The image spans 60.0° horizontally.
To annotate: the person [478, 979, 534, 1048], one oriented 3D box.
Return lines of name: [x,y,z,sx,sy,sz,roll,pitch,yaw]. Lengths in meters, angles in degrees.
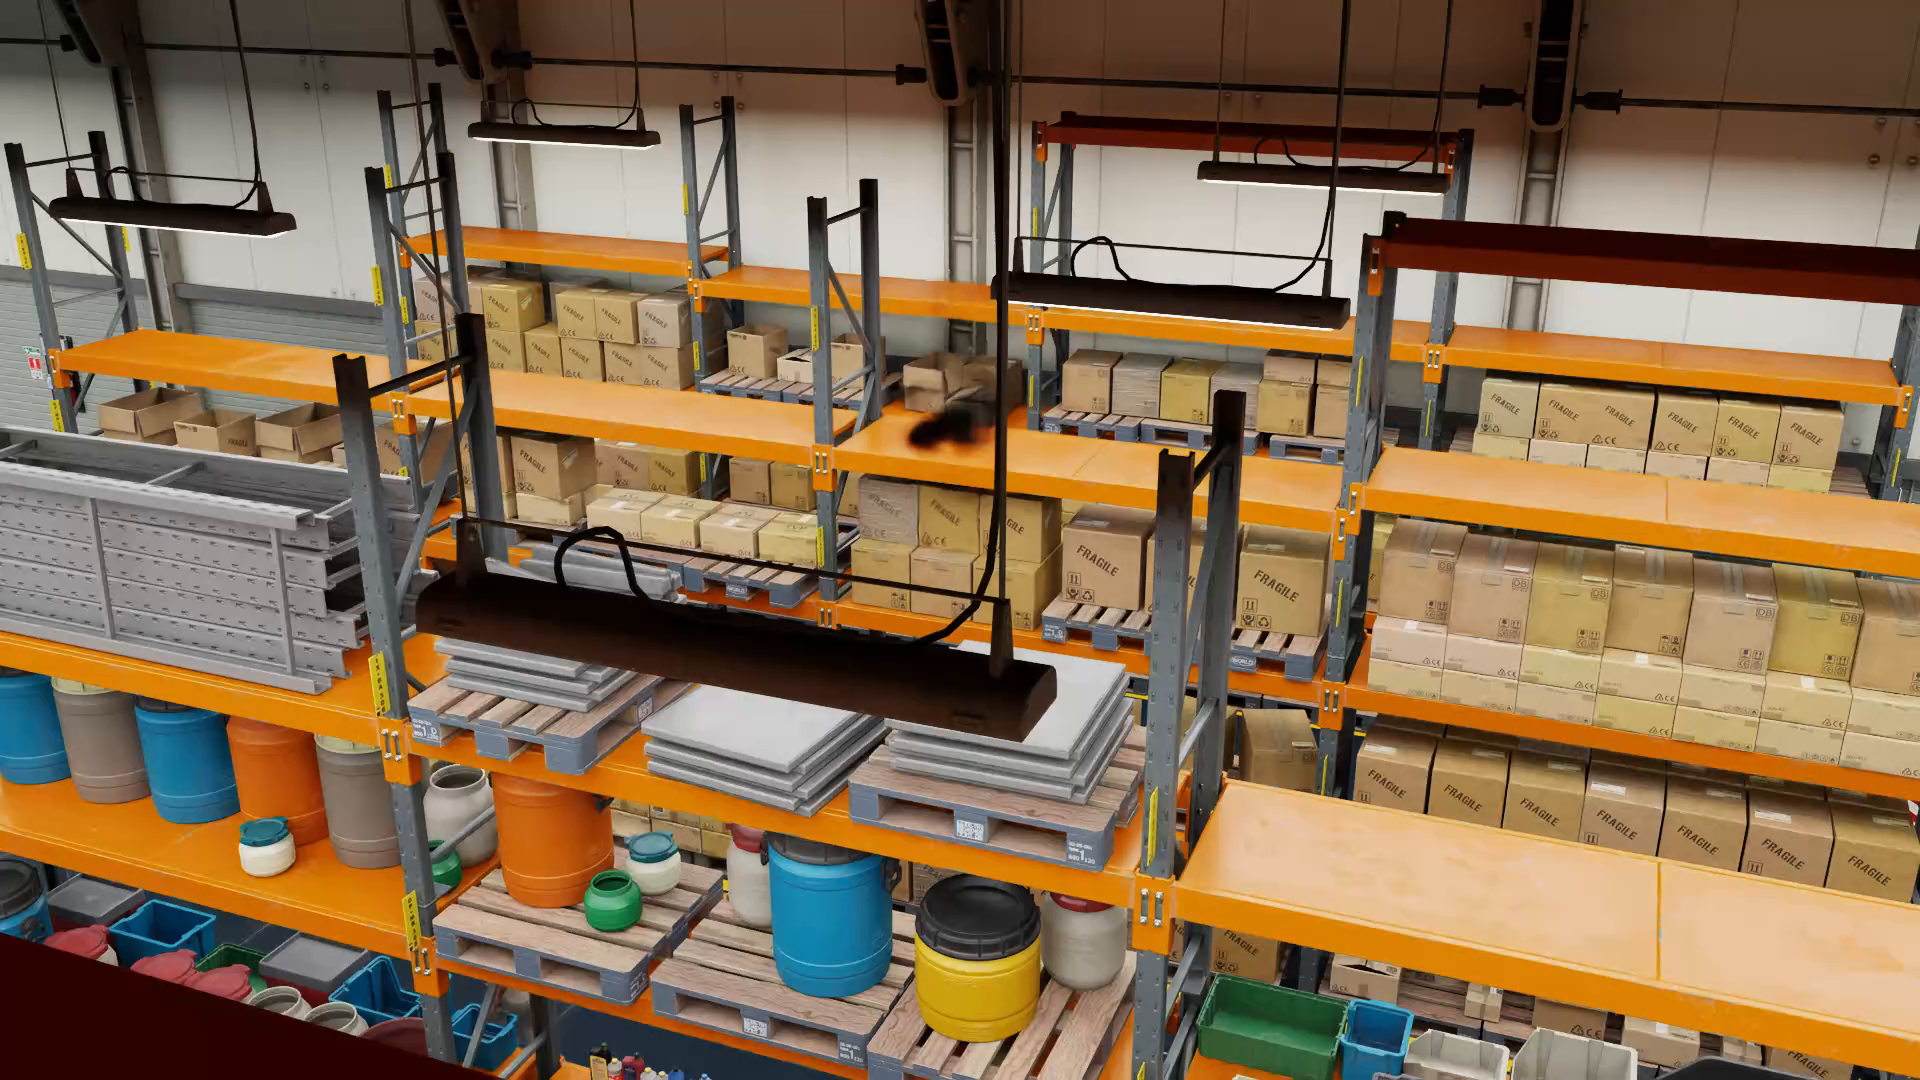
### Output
person: [-3.170,3.138,11.698,0.658,1.776,0.684,9,23,22]
